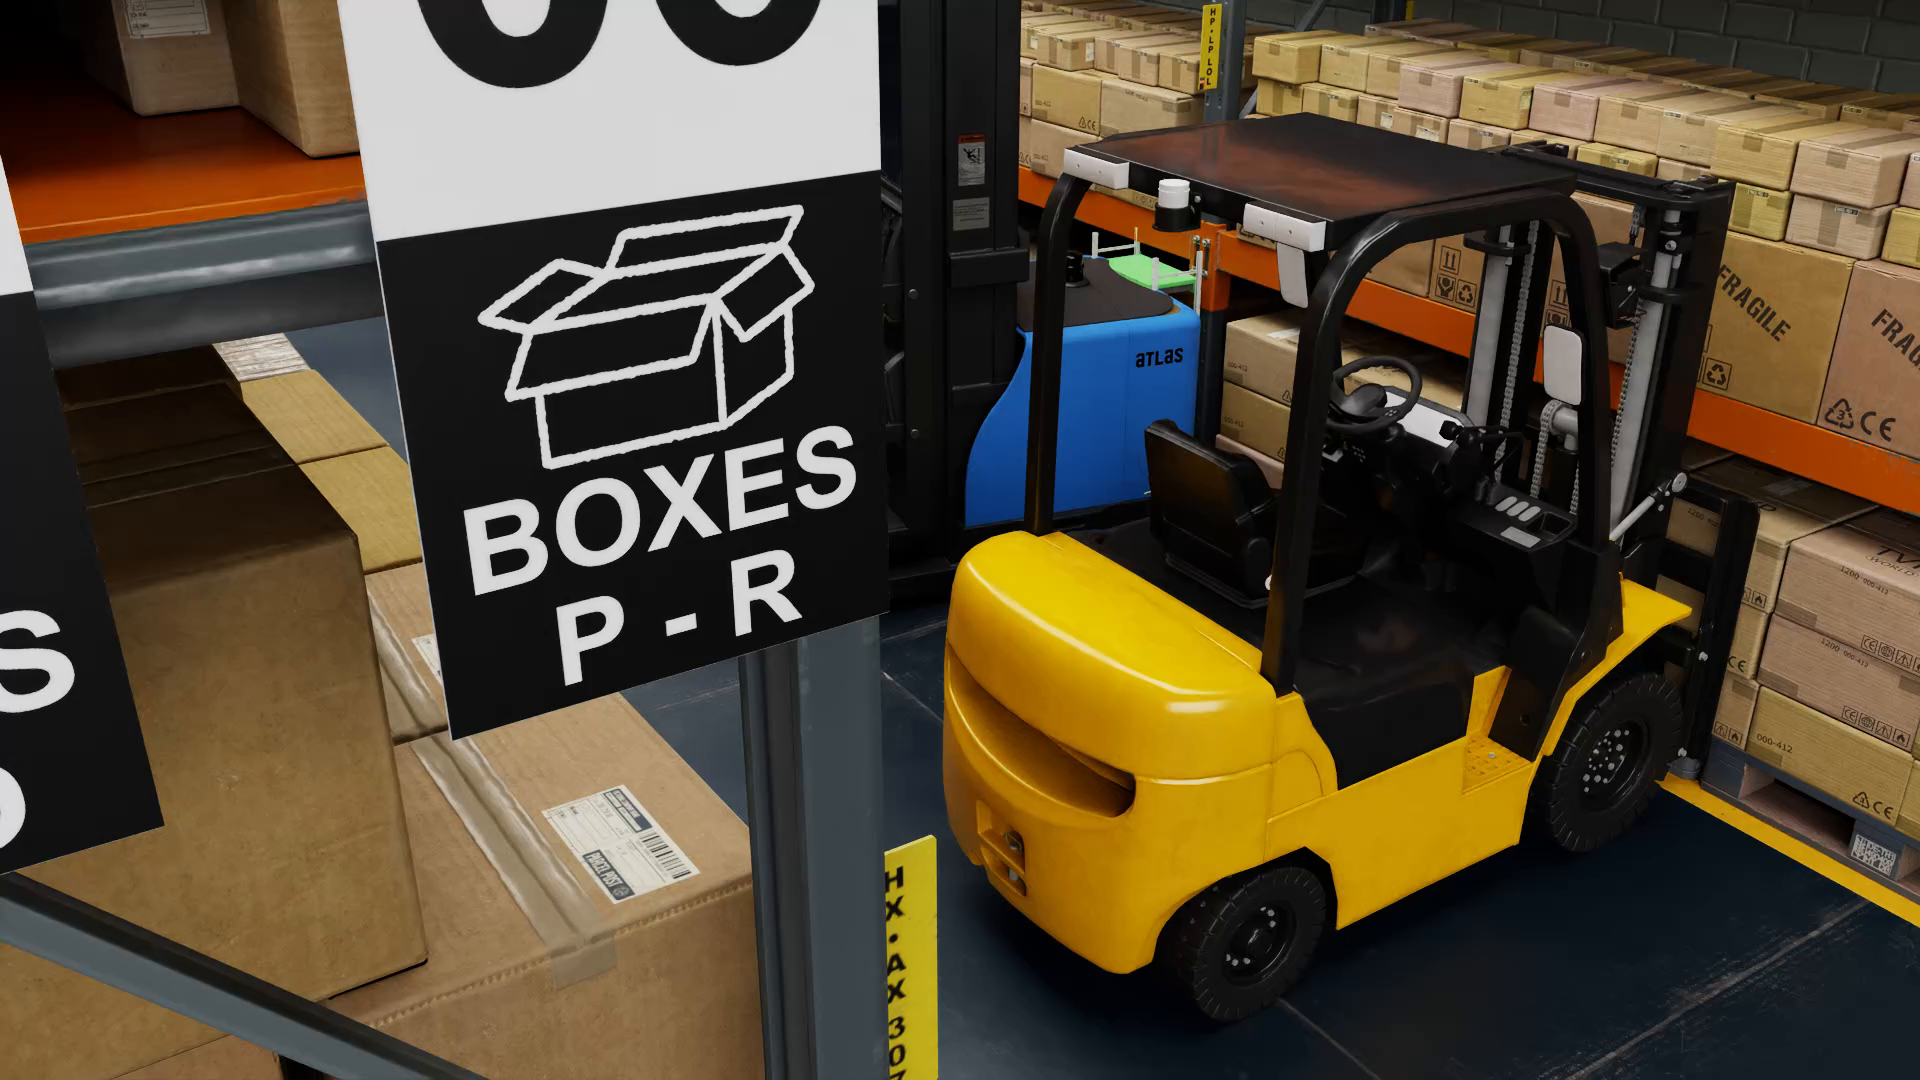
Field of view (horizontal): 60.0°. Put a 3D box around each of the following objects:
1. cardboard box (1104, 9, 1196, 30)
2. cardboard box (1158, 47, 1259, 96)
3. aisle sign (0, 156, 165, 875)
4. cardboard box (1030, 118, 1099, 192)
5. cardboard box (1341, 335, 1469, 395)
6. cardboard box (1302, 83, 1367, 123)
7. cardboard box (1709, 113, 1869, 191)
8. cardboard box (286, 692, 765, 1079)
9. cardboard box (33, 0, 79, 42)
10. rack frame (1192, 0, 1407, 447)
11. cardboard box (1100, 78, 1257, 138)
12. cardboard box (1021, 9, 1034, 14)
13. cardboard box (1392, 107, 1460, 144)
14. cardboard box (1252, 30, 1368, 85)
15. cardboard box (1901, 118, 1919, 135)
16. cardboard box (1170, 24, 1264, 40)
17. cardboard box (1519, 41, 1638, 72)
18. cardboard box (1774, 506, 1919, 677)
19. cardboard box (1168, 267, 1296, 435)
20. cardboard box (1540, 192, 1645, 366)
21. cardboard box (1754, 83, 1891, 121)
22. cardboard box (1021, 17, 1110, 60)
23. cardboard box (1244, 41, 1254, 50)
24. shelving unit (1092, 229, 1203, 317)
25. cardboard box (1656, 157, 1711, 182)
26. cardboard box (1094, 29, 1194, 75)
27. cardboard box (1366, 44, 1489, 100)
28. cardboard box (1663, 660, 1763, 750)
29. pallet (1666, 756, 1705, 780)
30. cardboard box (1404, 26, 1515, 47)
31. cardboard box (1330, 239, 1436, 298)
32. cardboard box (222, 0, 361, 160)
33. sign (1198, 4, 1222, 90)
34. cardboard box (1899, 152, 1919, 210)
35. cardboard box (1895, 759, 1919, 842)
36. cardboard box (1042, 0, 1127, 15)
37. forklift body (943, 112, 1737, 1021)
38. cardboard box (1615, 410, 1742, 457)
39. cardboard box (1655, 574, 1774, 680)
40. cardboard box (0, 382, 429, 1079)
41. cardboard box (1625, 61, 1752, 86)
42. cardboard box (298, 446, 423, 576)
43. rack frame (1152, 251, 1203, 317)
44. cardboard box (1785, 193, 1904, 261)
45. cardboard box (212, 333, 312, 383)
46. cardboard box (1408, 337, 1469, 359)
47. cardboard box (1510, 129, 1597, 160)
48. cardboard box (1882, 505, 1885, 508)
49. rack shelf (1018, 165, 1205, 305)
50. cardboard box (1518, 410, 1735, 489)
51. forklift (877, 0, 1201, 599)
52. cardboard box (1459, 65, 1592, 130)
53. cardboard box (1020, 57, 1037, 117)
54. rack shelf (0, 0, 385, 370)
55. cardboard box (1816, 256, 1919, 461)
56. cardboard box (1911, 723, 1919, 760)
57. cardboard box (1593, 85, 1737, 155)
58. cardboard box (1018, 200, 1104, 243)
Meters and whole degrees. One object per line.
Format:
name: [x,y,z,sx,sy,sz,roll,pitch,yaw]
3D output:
cardboard box: [0.929,-2.504,8.163,0.380,0.149,0.250,-16,29,-30]
cardboard box: [1.079,-2.019,7.137,0.380,0.149,0.250,-14,29,-28]
aisle sign: [-0.731,-0.107,0.918,0.394,0.787,0.004,-16,29,-30]
cardboard box: [0.678,-1.840,7.810,0.500,0.250,0.500,-16,29,-30]
cardboard box: [1.723,-0.578,6.517,0.500,0.250,0.500,-15,29,-29]
cardboard box: [1.547,-1.681,6.421,0.380,0.149,0.250,-15,29,-28]
cardboard box: [2.482,-1.165,4.978,0.380,0.149,0.250,-15,29,-29]
cardboard box: [-0.548,0.565,2.074,0.500,0.500,0.500,-16,30,-30]
cardboard box: [-0.921,-0.717,2.036,0.380,0.149,0.250,-16,29,-30]
rack frame: [1.451,-1.610,7.147,1.000,3.000,0.127,-16,29,-30]
cardboard box: [0.969,-1.885,7.319,0.500,0.250,0.500,-16,30,-31]
cardboard box: [0.147,-2.546,8.253,0.380,0.149,0.250,-16,30,-31]
cardboard box: [1.786,-1.489,6.014,0.380,0.149,0.250,-15,29,-28]
cardboard box: [1.377,-1.900,6.536,0.380,0.149,0.250,-15,29,-29]
cardboard box: [3.072,-1.196,5.043,0.380,0.149,0.250,-15,29,-28]
cardboard box: [1.201,-2.322,7.779,0.380,0.149,0.250,-16,29,-30]
cardboard box: [2.326,-1.774,6.268,0.380,0.149,0.250,-16,30,-31]
cardboard box: [2.838,0.148,4.979,0.500,0.250,0.500,-15,29,-29]
cardboard box: [1.157,-0.910,7.954,0.875,0.625,0.625,-14,29,-27]
cardboard box: [2.307,-0.888,5.500,0.500,0.500,0.500,-15,29,-29]
cardboard box: [2.810,-1.382,5.439,0.380,0.149,0.250,-15,29,-29]
cardboard box: [0.488,-2.379,7.898,0.380,0.149,0.250,-16,30,-31]
cardboard box: [1.439,-2.125,7.360,0.380,0.149,0.250,-16,30,-31]
shelving unit: [0.806,-0.733,7.386,0.258,1.200,0.503,-12,27,-24]
cardboard box: [2.429,-1.140,5.275,0.380,0.149,0.250,-16,30,-30]
cardboard box: [0.833,-2.207,7.535,0.380,0.149,0.250,-16,29,-30]
cardboard box: [1.742,-1.739,6.194,0.380,0.149,0.250,-16,30,-31]
cardboard box: [2.584,0.418,5.579,0.500,0.250,0.500,-15,29,-29]
pallet: [2.520,0.382,6.194,1.003,0.211,1.213,-16,29,-30]
cardboard box: [1.981,-1.940,6.621,0.380,0.149,0.250,-16,30,-31]
cardboard box: [1.773,-1.254,6.274,0.500,0.500,0.500,-15,29,-29]
cardboard box: [-0.431,-0.459,1.488,0.380,0.149,0.250,-16,29,-30]
sign: [1.002,-1.968,6.642,0.100,0.325,0.005,-16,29,-30]
cardboard box: [2.863,-1.006,4.642,0.380,0.149,0.250,-15,29,-29]
cardboard box: [3.114,0.779,4.814,0.500,0.250,0.500,-15,29,-29]
cardboard box: [0.646,-2.681,8.538,0.380,0.149,0.250,-15,29,-29]
forklift body: [1.071,-0.049,4.834,2.313,2.155,1.214,-16,29,-30]
cardboard box: [2.717,-0.338,6.011,0.500,0.250,0.500,-16,30,-31]
cardboard box: [2.543,0.185,5.488,0.500,0.250,0.500,-16,30,-31]
cardboard box: [-0.984,0.215,1.644,0.700,0.500,0.500,-16,30,-31]
cardboard box: [2.551,-1.574,5.845,0.380,0.149,0.250,-16,30,-30]
cardboard box: [-1.113,0.198,2.851,0.500,0.500,0.500,-16,30,-31]
rack frame: [0.915,-0.644,7.187,0.240,1.200,0.015,-12,27,-24]
cardboard box: [2.645,-0.944,4.859,0.380,0.149,0.250,-17,30,-31]
cardboard box: [-1.681,-0.164,3.618,0.500,0.500,0.500,-15,29,-28]
cardboard box: [2.171,-0.700,6.777,0.500,0.250,0.500,-16,30,-30]
cardboard box: [2.079,-1.309,5.632,0.380,0.149,0.250,-17,30,-31]
cardboard box: [3.255,0.028,5.235,0.500,0.250,0.500,-15,29,-29]
rack shelf: [0.359,-2.000,8.816,1.077,0.370,4.000,-16,29,-30]
cardboard box: [2.284,-0.213,5.745,0.500,0.250,0.500,-16,30,-31]
forklift: [-0.584,-1.230,6.422,3.031,2.935,1.130,-9,27,-19]
cardboard box: [1.961,-1.536,5.765,0.380,0.149,0.250,-16,30,-30]
cardboard box: [0.408,-2.251,8.095,0.500,0.250,0.500,-15,29,-29]
rack shelf: [-1.614,-0.768,2.692,1.077,0.370,4.000,-16,29,-30]
cardboard box: [2.871,-0.527,4.736,0.500,0.500,0.500,-15,29,-28]
cardboard box: [3.107,0.547,4.722,0.500,0.250,0.500,-16,30,-30]
cardboard box: [2.297,-1.373,5.419,0.380,0.149,0.250,-15,29,-29]
cardboard box: [0.328,-1.458,9.115,0.875,0.625,0.625,-17,30,-32]
